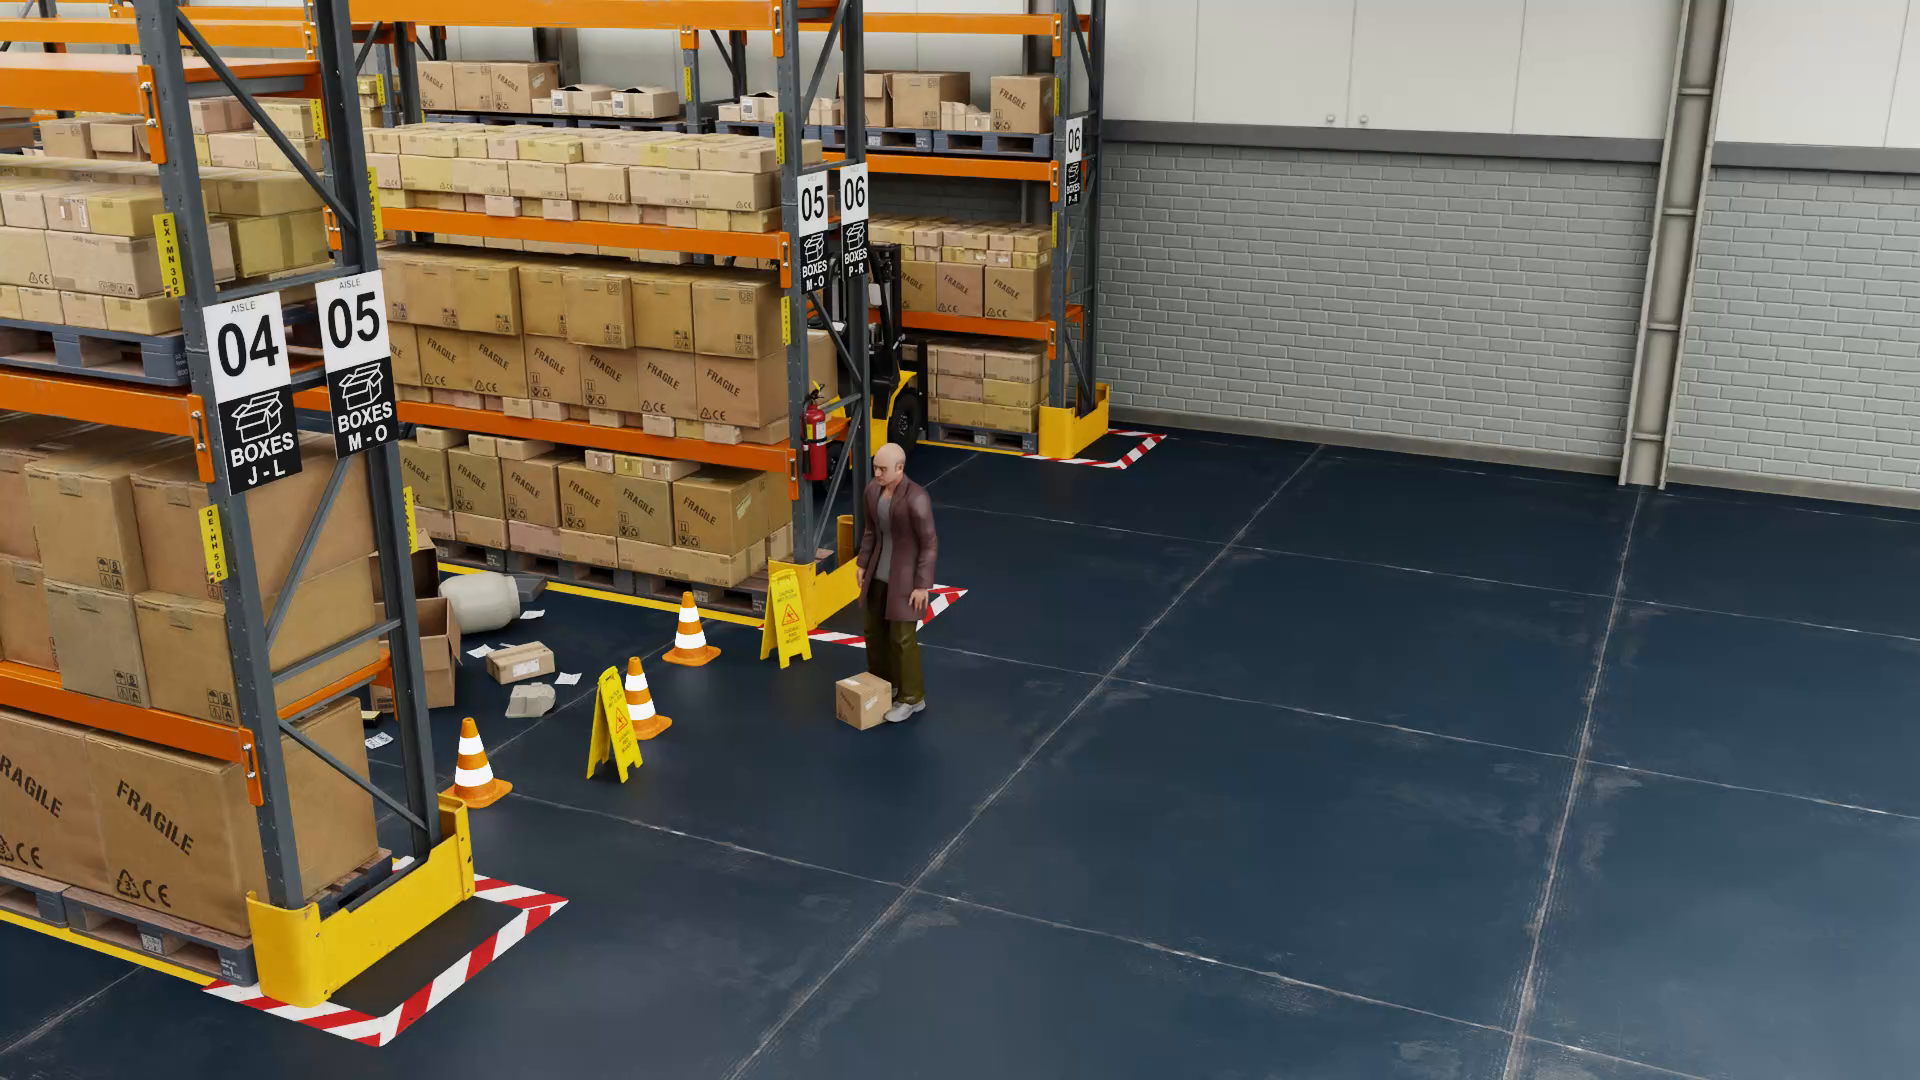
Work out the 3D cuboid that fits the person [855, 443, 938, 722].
[{"bbox_3d":[-0.408,0.242,10.375,0.425,1.773,0.652,-17,25,-41],"label":"person"}]
